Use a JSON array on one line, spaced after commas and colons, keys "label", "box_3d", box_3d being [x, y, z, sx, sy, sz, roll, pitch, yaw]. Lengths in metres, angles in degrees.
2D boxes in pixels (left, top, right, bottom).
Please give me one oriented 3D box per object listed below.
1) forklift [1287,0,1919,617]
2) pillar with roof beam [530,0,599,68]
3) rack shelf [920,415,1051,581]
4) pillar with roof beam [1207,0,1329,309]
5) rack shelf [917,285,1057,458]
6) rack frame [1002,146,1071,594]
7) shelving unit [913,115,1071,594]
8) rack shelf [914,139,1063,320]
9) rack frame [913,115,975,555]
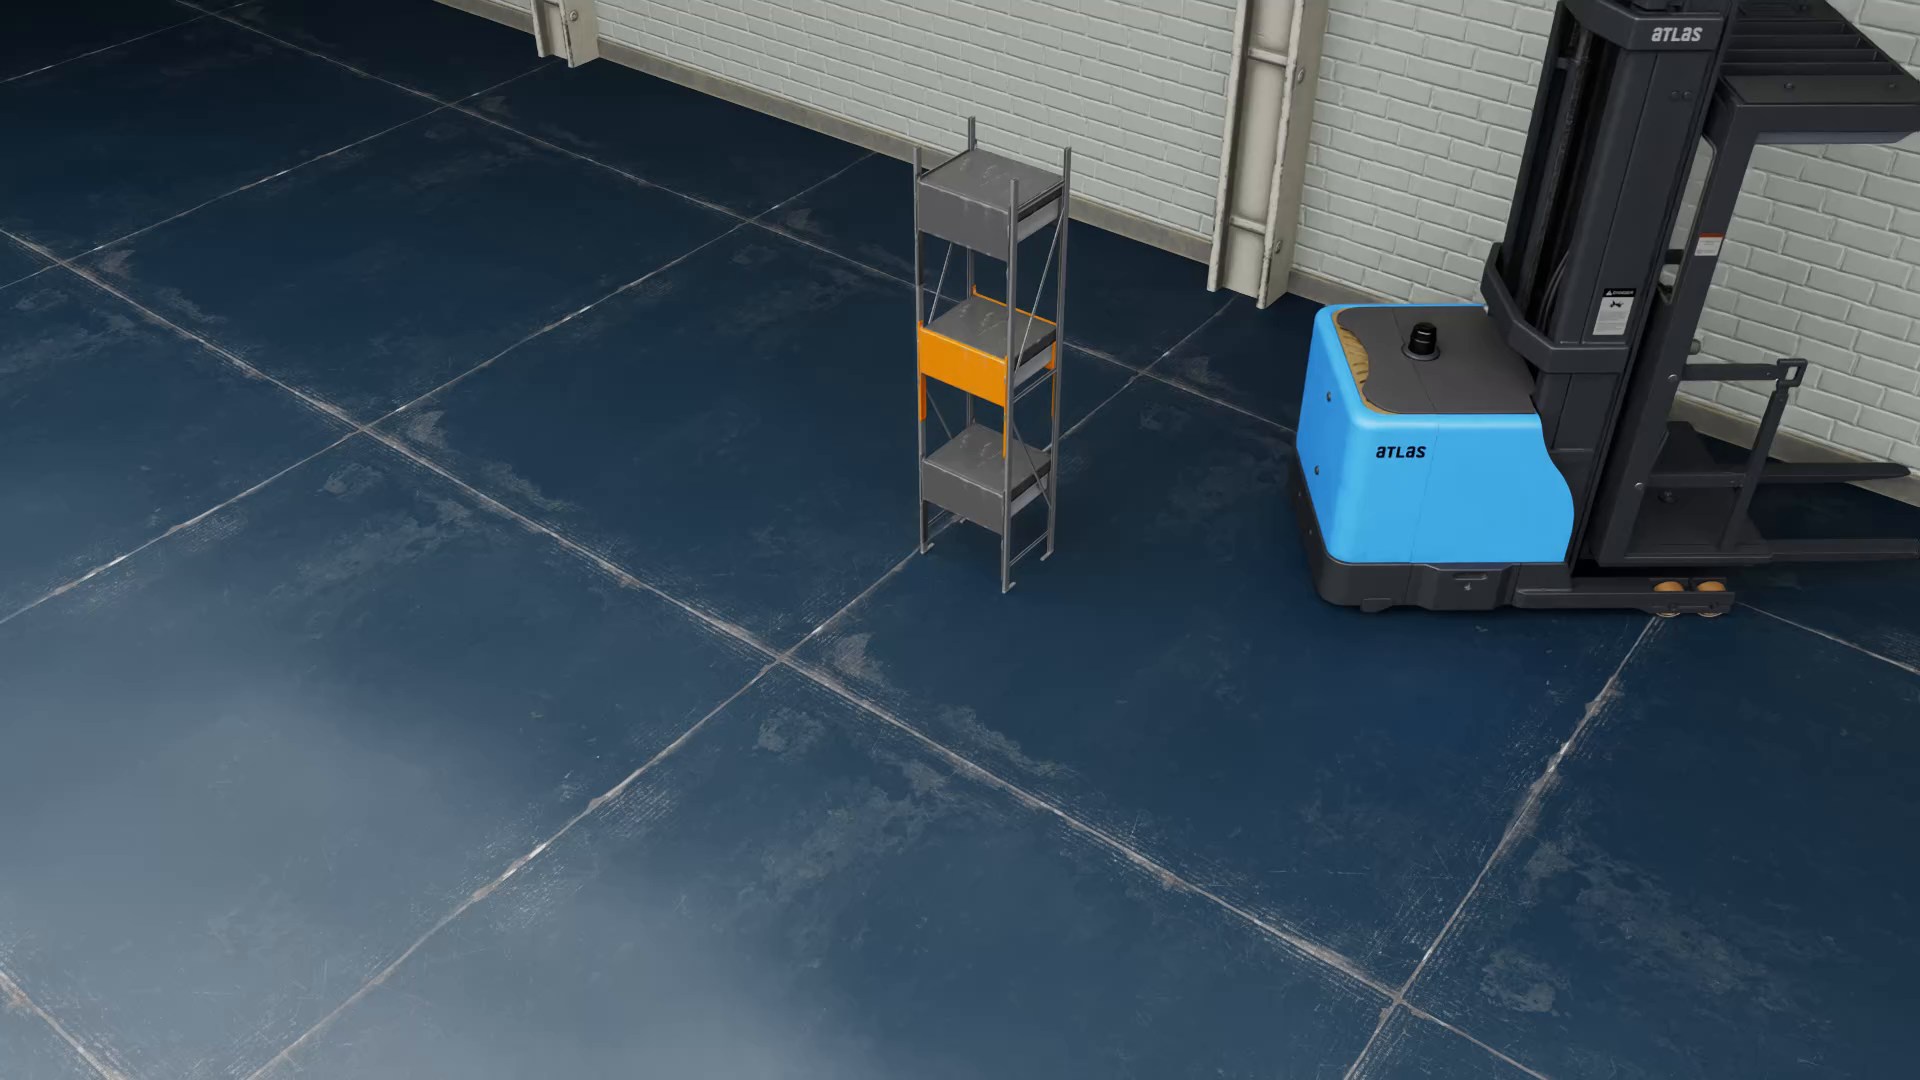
[{"label": "forklift", "box_3d": [3.164, -1.128, 7.174, 3.031, 2.935, 1.130, 0, 38, 0]}, {"label": "pillar with roof beam", "box_3d": [-5.643, -5.198, 7.450, 0.400, 9.000, 9.100, 25, 45, 29]}, {"label": "rack shelf", "box_3d": [0.131, -0.203, 7.824, 0.480, 0.518, 0.431, 25, 45, 29]}, {"label": "pillar with roof beam", "box_3d": [-0.877, -2.951, 4.580, 0.400, 9.000, 9.100, 25, 45, 29]}, {"label": "rack shelf", "box_3d": [0.131, -0.754, 7.393, 0.480, 0.518, 0.431, 25, 45, 29]}, {"label": "rack frame", "box_3d": [0.325, -0.673, 7.268, 0.015, 2.100, 0.400, 25, 45, 29]}, {"label": "shelving unit", "box_3d": [0.131, -0.765, 7.384, 0.503, 2.100, 0.431, 25, 45, 29]}, {"label": "rack shelf", "box_3d": [0.131, -1.305, 6.961, 0.480, 0.518, 0.431, 25, 45, 29]}, {"label": "rack frame", "box_3d": [-0.062, -0.856, 7.501, 0.015, 2.100, 0.400, 25, 45, 29]}]
